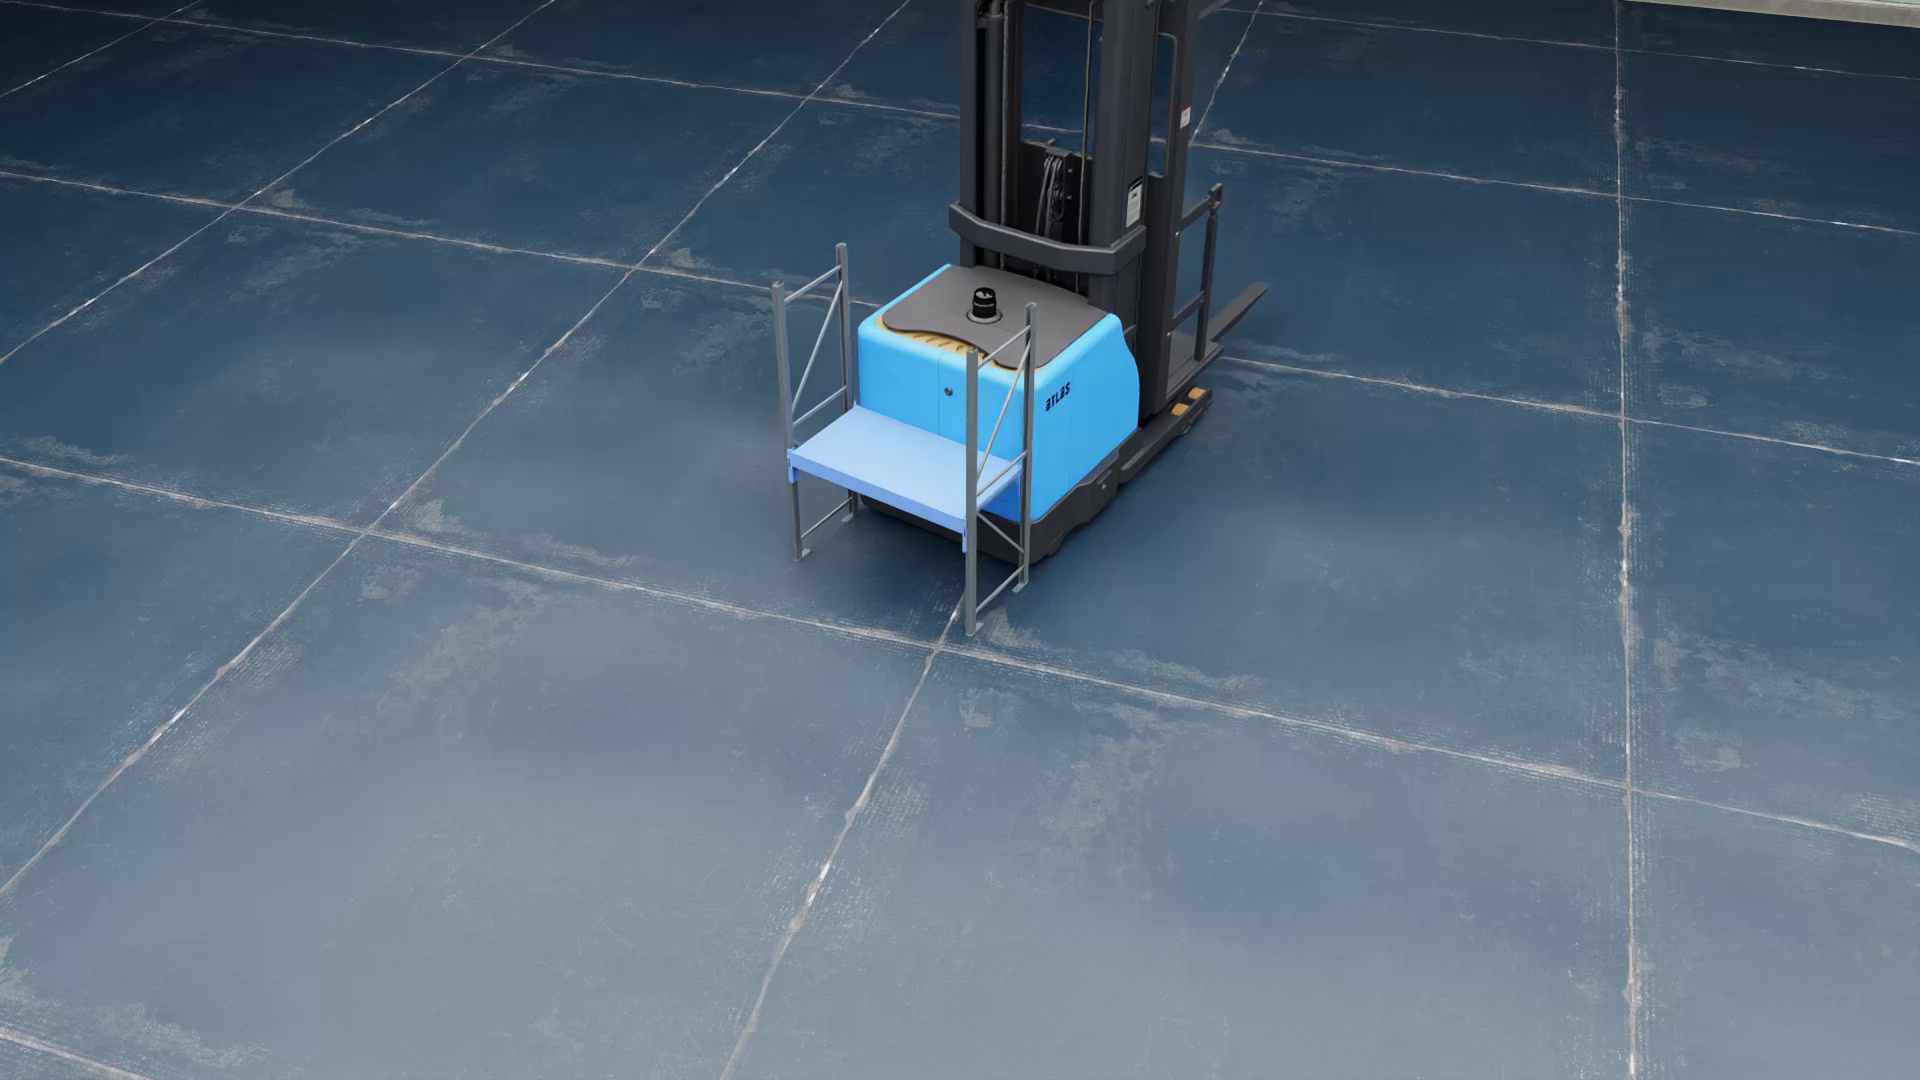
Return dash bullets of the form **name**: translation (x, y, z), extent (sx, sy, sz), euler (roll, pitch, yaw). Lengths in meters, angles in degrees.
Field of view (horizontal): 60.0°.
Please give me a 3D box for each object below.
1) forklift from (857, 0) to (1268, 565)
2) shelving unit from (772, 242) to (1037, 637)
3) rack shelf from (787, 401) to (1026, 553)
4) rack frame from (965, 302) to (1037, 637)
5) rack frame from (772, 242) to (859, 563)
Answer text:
- **forklift**: translation (0.732, -1.898, 8.356), extent (1.130, 2.935, 3.031), euler (21, 41, 26)
- **shelving unit**: translation (-0.245, -0.452, 7.599), extent (1.048, 1.500, 0.538), euler (22, 42, 27)
- **rack shelf**: translation (-0.245, -0.307, 7.706), extent (1.000, 0.185, 0.538), euler (22, 42, 27)
- **rack frame**: translation (0.177, -0.284, 7.370), extent (0.032, 1.500, 0.500), euler (22, 42, 27)
- **rack frame**: translation (-0.666, -0.621, 7.828), extent (0.032, 1.500, 0.500), euler (22, 42, 27)
